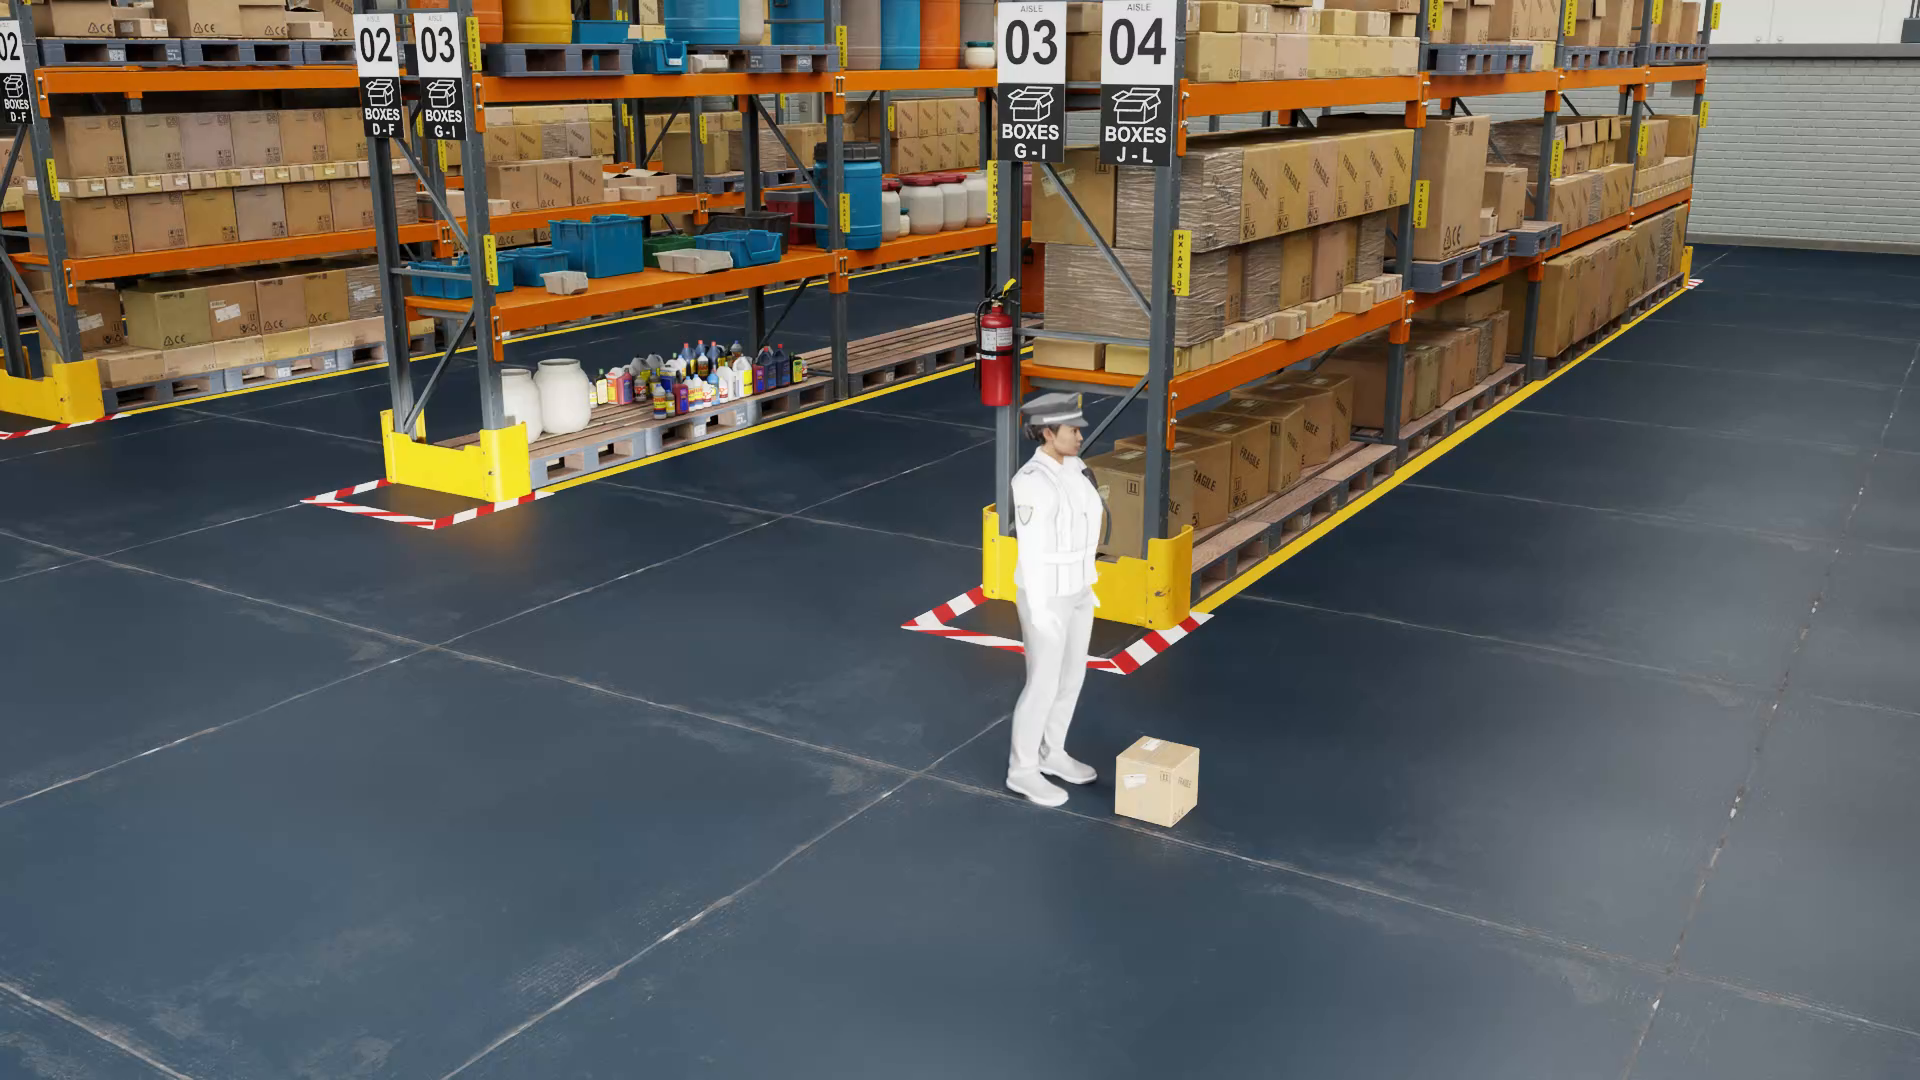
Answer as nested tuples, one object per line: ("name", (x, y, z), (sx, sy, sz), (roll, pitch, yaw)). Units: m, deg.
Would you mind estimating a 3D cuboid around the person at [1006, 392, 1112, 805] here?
("person", (0.404, 0.222, 6.767), (0.337, 1.683, 0.467), (10, 19, 31))
